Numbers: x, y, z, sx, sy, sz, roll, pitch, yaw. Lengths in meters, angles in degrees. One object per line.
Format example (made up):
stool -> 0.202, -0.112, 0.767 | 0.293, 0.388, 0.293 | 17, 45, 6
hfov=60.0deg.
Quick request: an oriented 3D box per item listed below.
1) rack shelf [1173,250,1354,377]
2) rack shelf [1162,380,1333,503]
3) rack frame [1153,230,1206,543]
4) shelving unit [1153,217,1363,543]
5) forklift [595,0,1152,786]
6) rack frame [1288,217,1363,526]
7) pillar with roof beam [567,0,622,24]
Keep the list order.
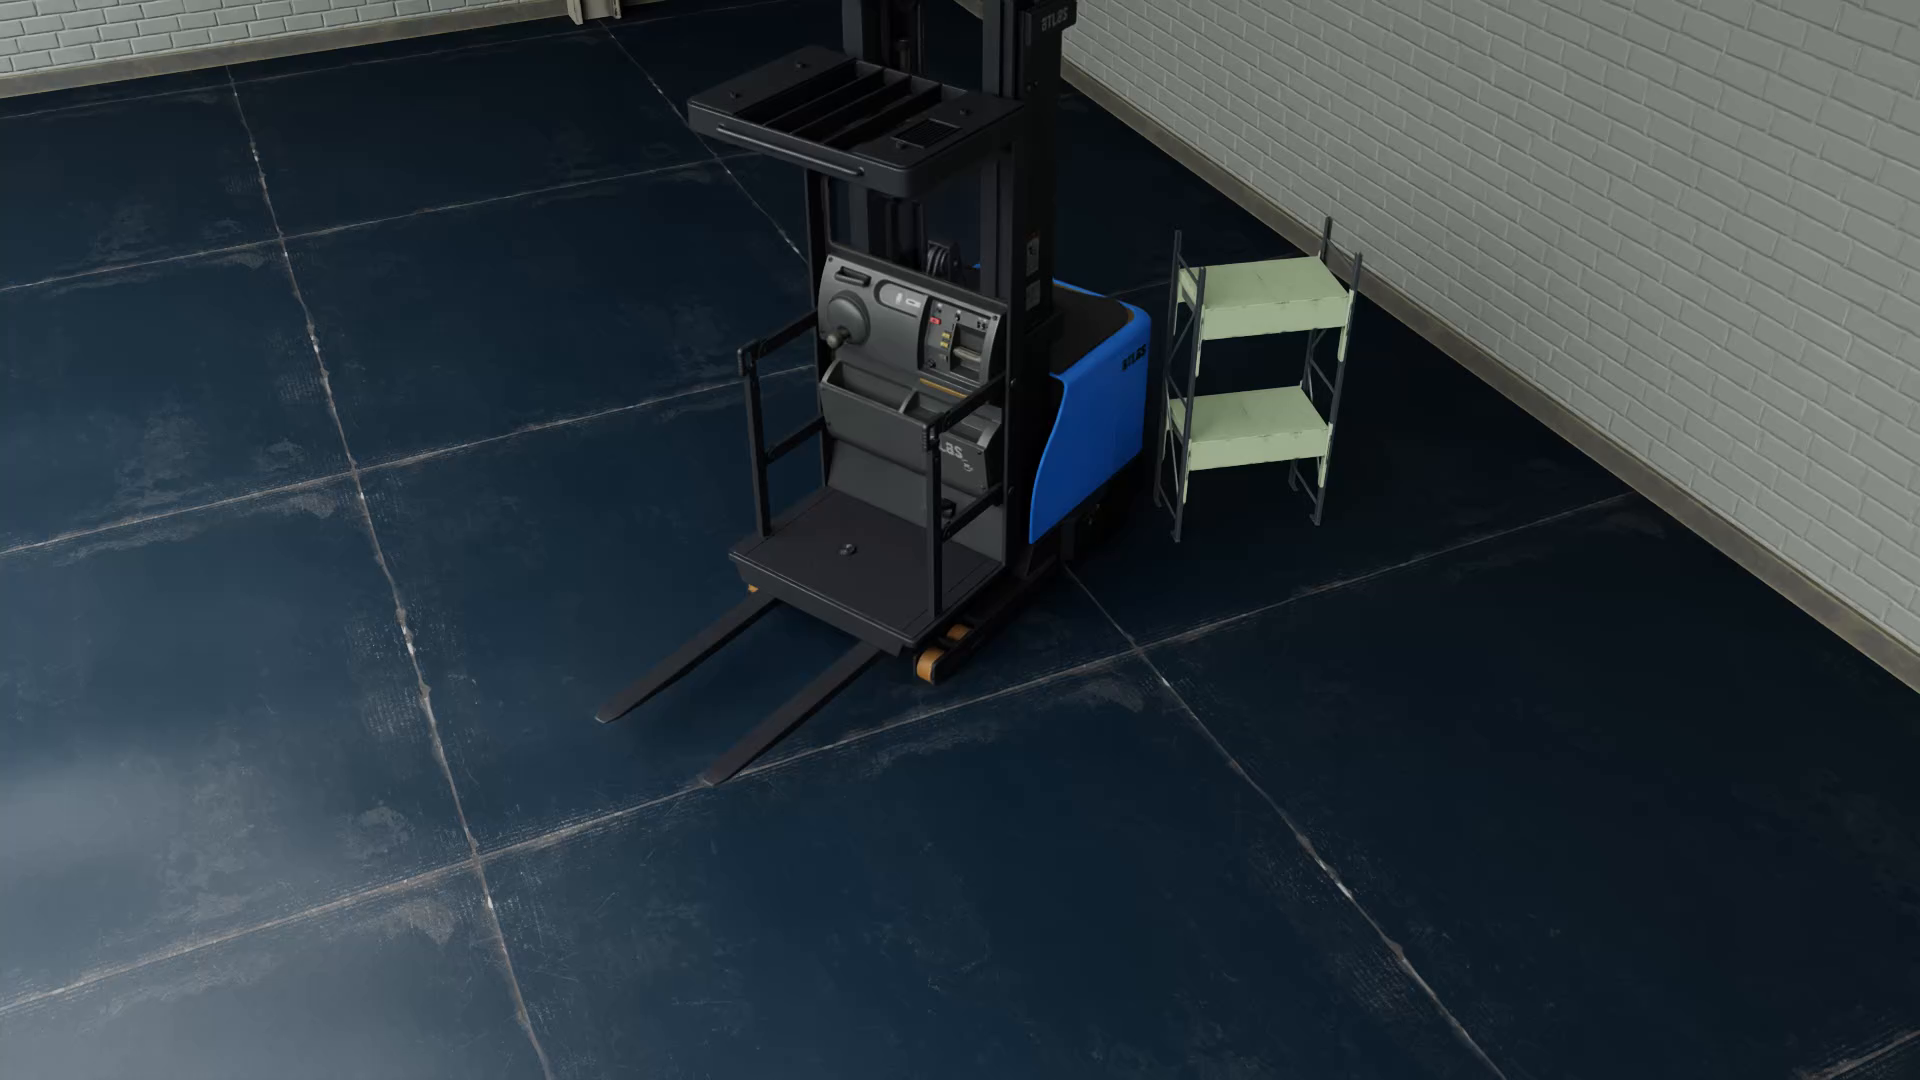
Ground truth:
rack shelf -> 1.398, -1.063, 7.769 | 0.720, 0.370, 0.431 | -7, 37, -9
rack shelf -> 1.398, -0.487, 8.195 | 0.720, 0.370, 0.431 | -7, 37, -9
rack frame -> 1.039, -0.707, 7.945 | 0.023, 1.500, 0.400 | -7, 37, -9
shelving unit -> 1.398, -0.749, 8.001 | 0.755, 1.500, 0.431 | -7, 37, -9
forklift -> -0.349, -0.870, 6.963 | 1.130, 2.935, 3.031 | 24, 43, 28
rack frame -> 1.758, -0.791, 8.058 | 0.023, 1.500, 0.400 | -7, 37, -9
pillar with roof beam -> -1.322, -5.819, 8.542 | 0.400, 9.000, 9.100 | -16, 39, -20
